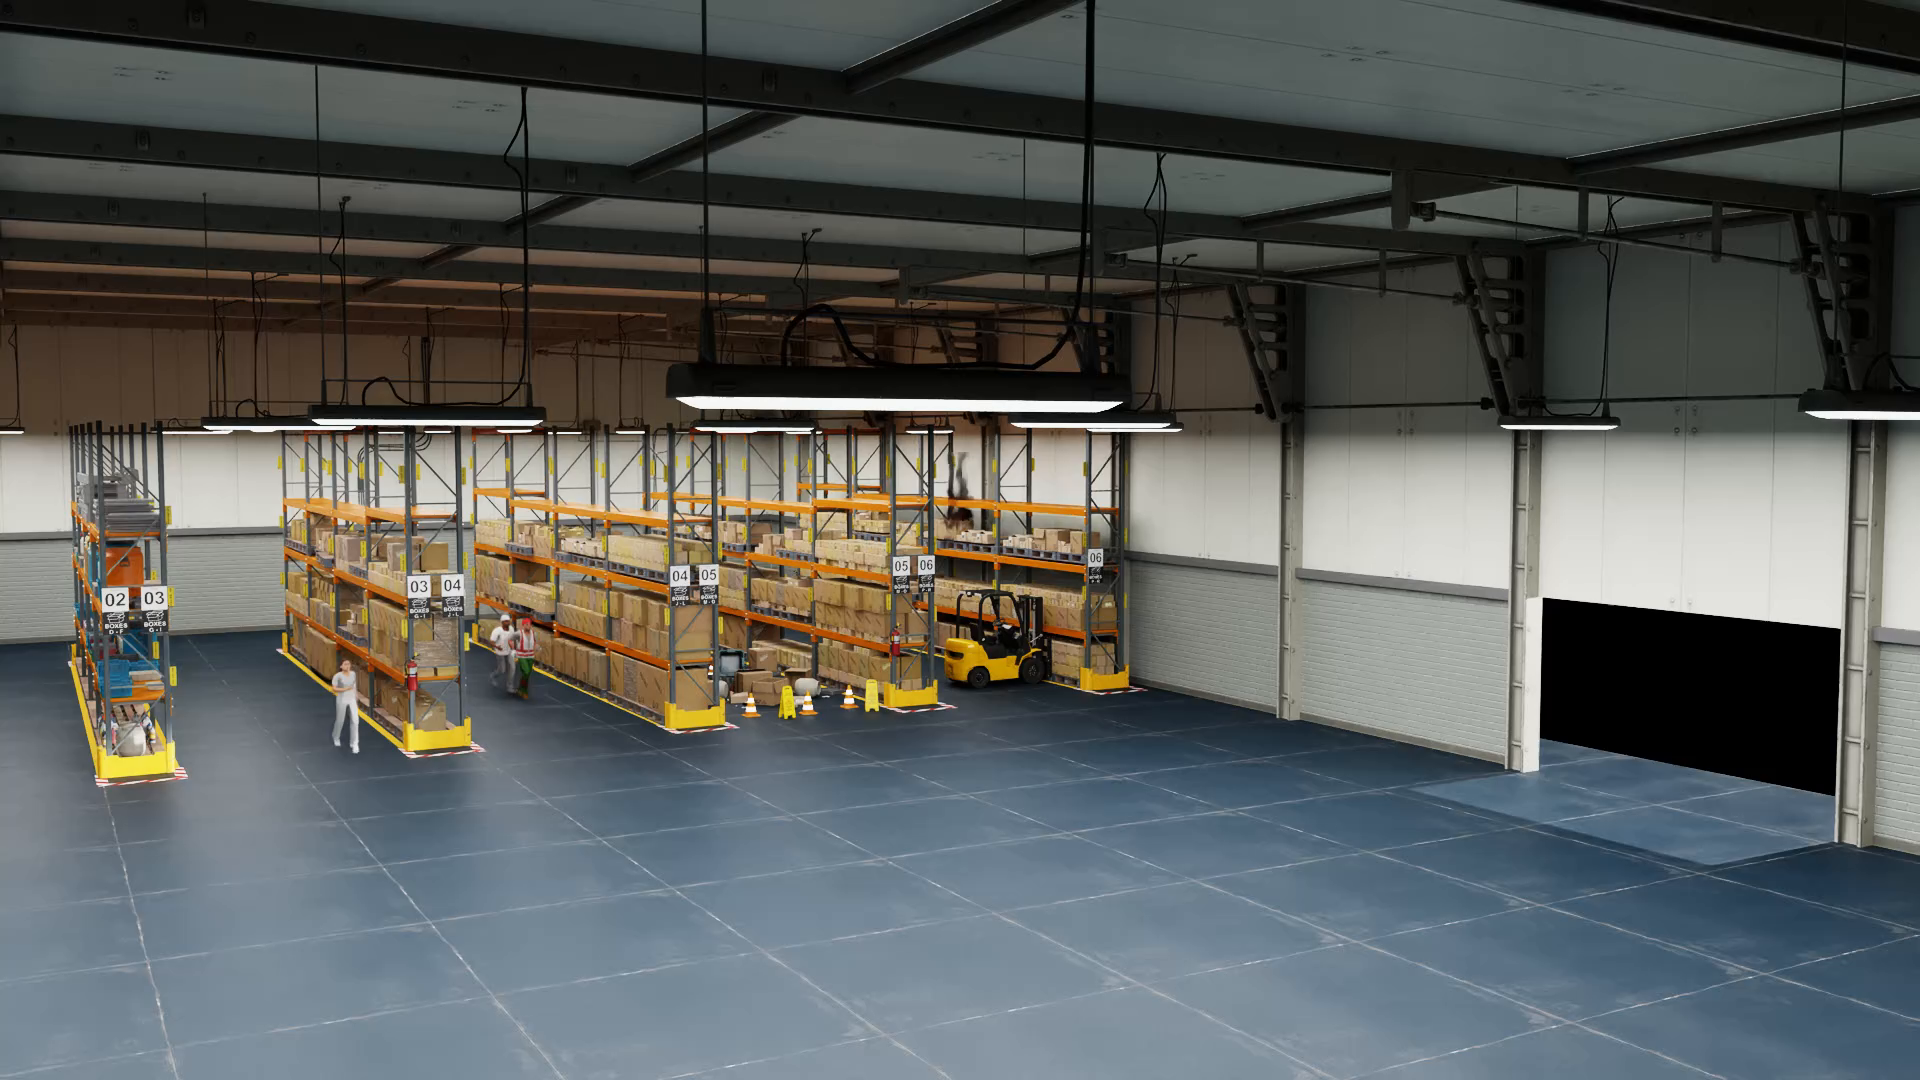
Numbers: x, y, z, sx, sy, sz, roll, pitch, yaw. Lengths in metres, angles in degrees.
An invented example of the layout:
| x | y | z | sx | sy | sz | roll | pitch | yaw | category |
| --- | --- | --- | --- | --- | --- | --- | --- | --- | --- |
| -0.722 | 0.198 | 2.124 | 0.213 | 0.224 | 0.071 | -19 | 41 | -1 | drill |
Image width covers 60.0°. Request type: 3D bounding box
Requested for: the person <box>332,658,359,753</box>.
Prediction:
| x | y | z | sx | sy | sz | roll | pitch | yaw | category |
| --- | --- | --- | --- | --- | --- | --- | --- | --- | --- |
| -11.229 | 2.988 | 30.364 | 0.543 | 1.697 | 0.909 | -3 | 5 | -42 | person |

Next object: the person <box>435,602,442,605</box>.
| x | y | z | sx | sy | sz | roll | pitch | yaw | category |
| --- | --- | --- | --- | --- | --- | --- | --- | --- | --- |
| -14.116 | 2.088 | 45.142 | 0.617 | 1.739 | 0.856 | -2 | 4 | -26 | person |

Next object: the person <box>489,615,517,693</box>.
| x | y | z | sx | sy | sz | roll | pitch | yaw | category |
| --- | --- | --- | --- | --- | --- | --- | --- | --- | --- |
| -10.259 | 2.541 | 37.369 | 0.686 | 1.745 | 0.905 | -3 | 5 | -43 | person |

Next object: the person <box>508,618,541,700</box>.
| x | y | z | sx | sy | sz | roll | pitch | yaw | category |
| --- | --- | --- | --- | --- | --- | --- | --- | --- | --- |
| -9.502 | 2.607 | 36.379 | 0.864 | 1.824 | 0.587 | 3 | 5 | 44 | person |
